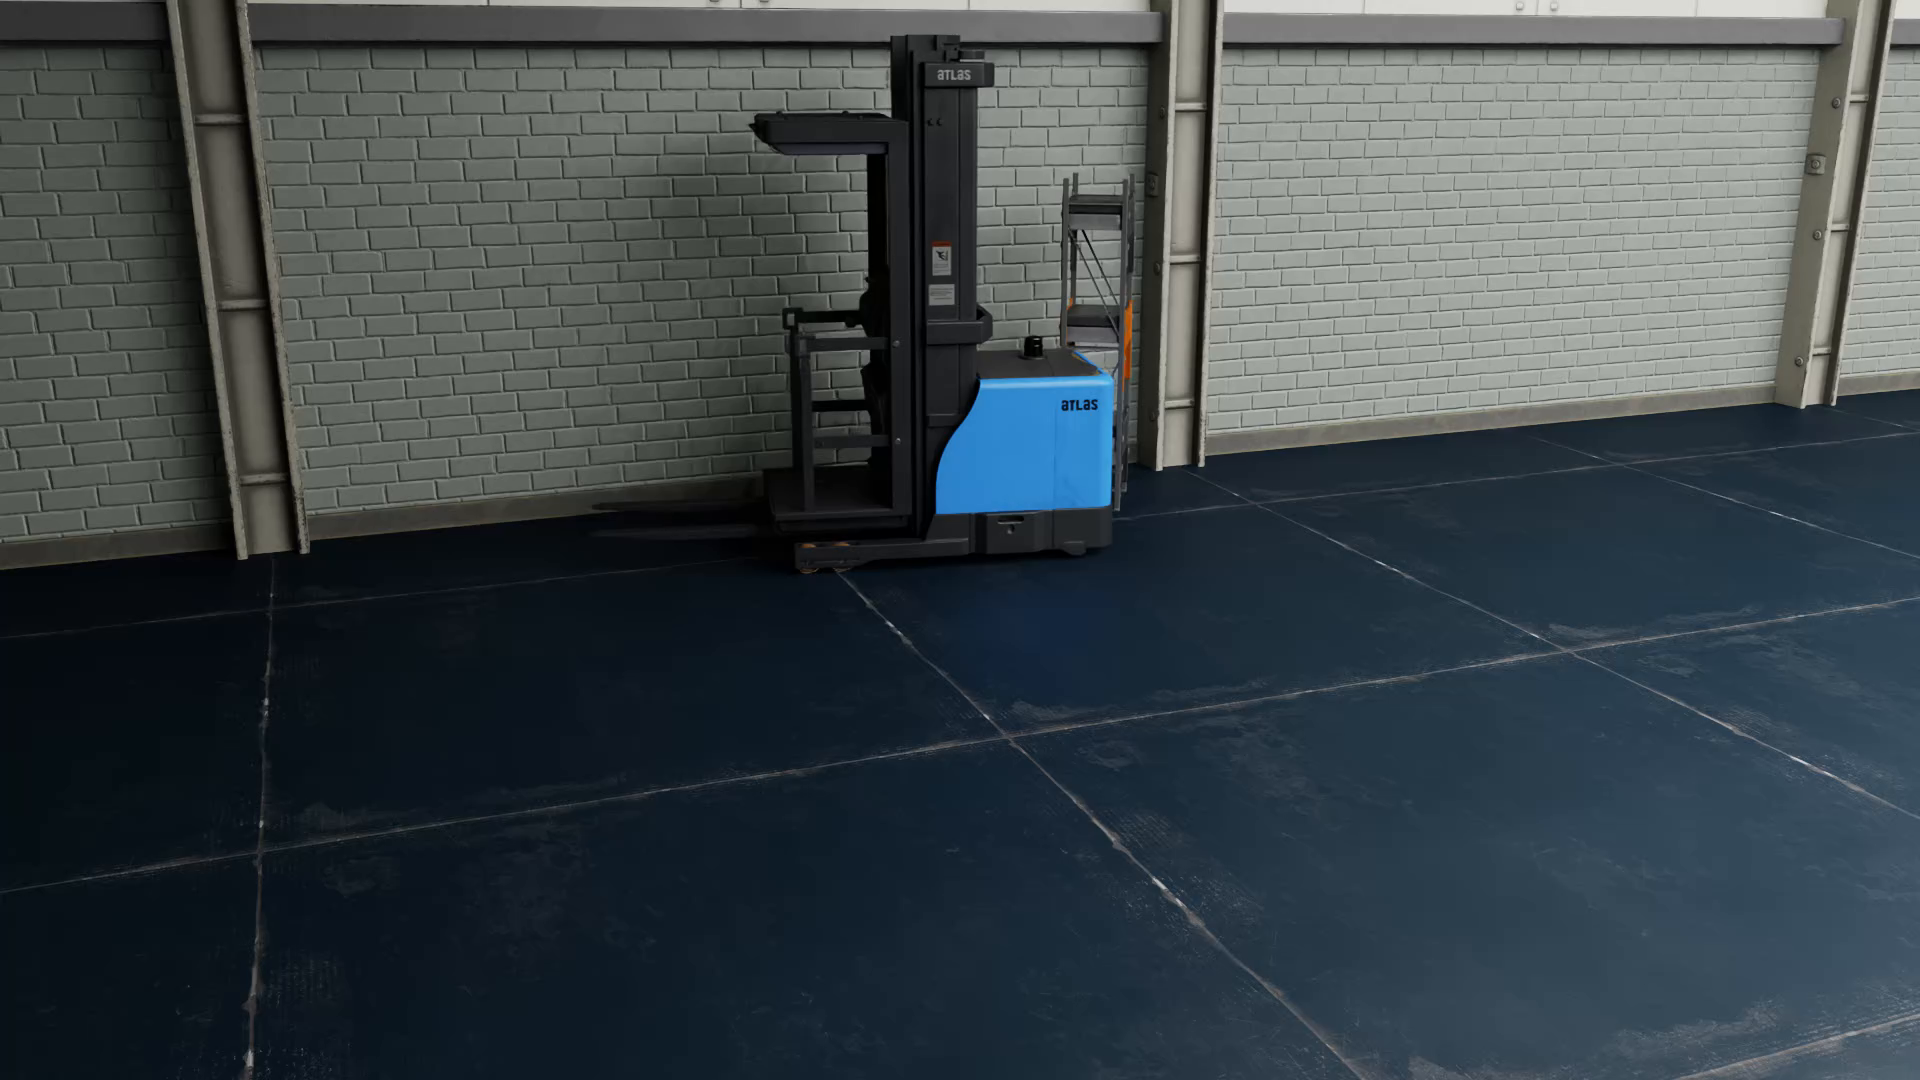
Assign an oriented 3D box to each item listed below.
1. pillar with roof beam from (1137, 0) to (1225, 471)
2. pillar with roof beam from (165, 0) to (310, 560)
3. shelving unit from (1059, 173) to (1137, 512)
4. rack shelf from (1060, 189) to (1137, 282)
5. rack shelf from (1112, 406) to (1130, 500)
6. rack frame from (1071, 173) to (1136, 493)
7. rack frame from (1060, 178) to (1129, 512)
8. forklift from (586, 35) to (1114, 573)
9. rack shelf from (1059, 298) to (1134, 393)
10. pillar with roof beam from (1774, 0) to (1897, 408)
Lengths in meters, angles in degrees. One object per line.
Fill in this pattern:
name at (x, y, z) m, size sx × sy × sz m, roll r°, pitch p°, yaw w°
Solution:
pillar with roof beam at (3.054, -3.734, 6.844) m, size 0.400 × 9.000 × 9.100 m, roll -6°, pitch 17°, yaw -20°
pillar with roof beam at (-2.549, -3.130, 4.784) m, size 0.400 × 9.000 × 9.100 m, roll -6°, pitch 17°, yaw -20°
shelving unit at (0.877, -1.271, 10.699) m, size 0.431 × 2.100 × 0.503 m, roll 3°, pitch 17°, yaw 10°
rack shelf at (0.877, -1.929, 10.505) m, size 0.431 × 0.518 × 0.480 m, roll 3°, pitch 17°, yaw 10°
rack shelf at (0.877, -0.586, 10.900) m, size 0.431 × 0.518 × 0.480 m, roll 3°, pitch 17°, yaw 10°
rack frame at (0.922, -1.338, 10.929) m, size 0.400 × 2.100 × 0.015 m, roll 3°, pitch 17°, yaw 10°
rack frame at (0.832, -1.203, 10.468) m, size 0.400 × 2.100 × 0.015 m, roll 3°, pitch 17°, yaw 10°
forklift at (-0.667, -1.376, 9.582) m, size 3.031 × 2.935 × 1.130 m, roll -3°, pitch 17°, yaw -9°
rack shelf at (0.877, -1.258, 10.702) m, size 0.431 × 0.518 × 0.480 m, roll 3°, pitch 17°, yaw 10°
pillar with roof beam at (8.657, -4.339, 8.904) m, size 0.400 × 9.000 × 9.100 m, roll -6°, pitch 17°, yaw -20°
